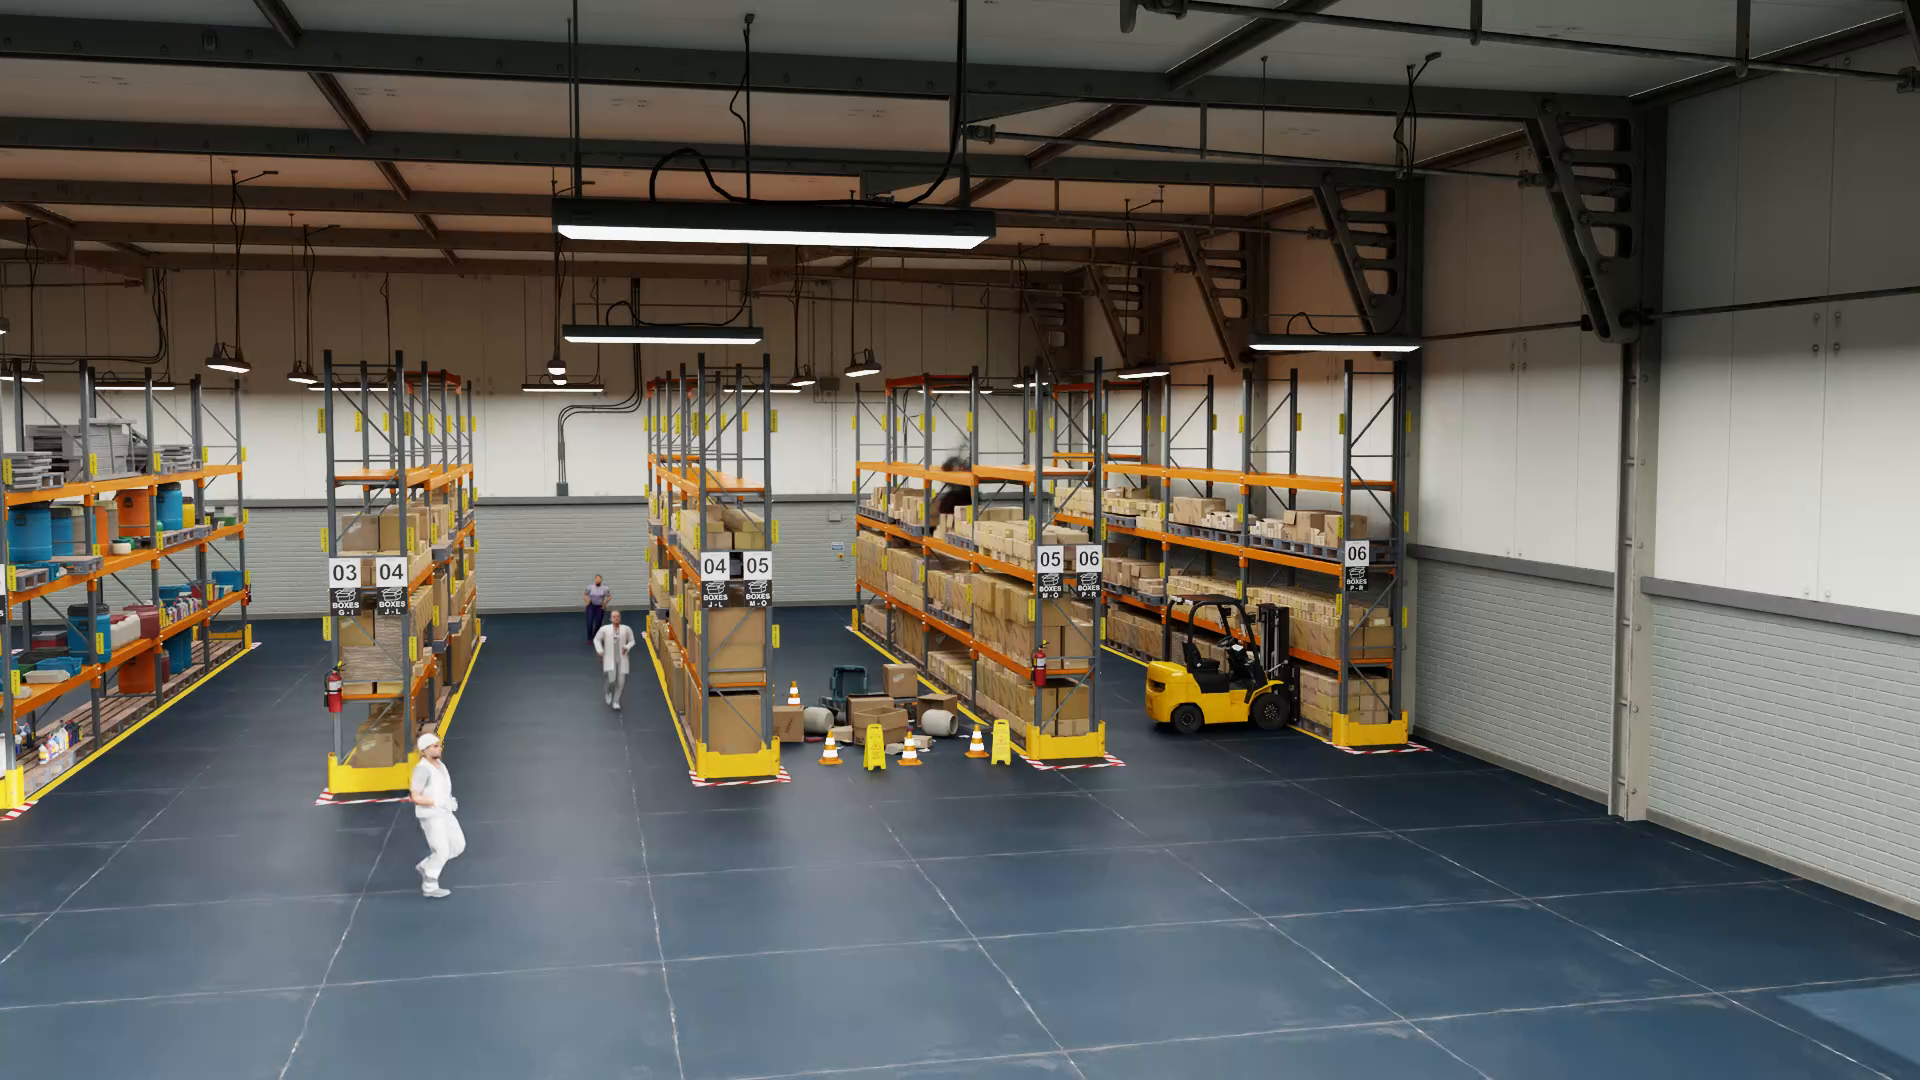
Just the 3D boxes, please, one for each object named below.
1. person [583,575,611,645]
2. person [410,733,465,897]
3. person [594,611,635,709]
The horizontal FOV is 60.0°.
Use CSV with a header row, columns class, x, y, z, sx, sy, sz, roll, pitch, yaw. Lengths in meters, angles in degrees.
class,x,y,z,sx,sy,sz,roll,pitch,yaw
person,-8.274,1.583,37.879,0.630,1.592,0.555,-1,4,-8
person,-5.515,2.905,17.565,0.601,1.740,0.649,1,4,11
person,-6.019,2.109,29.096,0.700,1.731,0.628,-1,4,-20
